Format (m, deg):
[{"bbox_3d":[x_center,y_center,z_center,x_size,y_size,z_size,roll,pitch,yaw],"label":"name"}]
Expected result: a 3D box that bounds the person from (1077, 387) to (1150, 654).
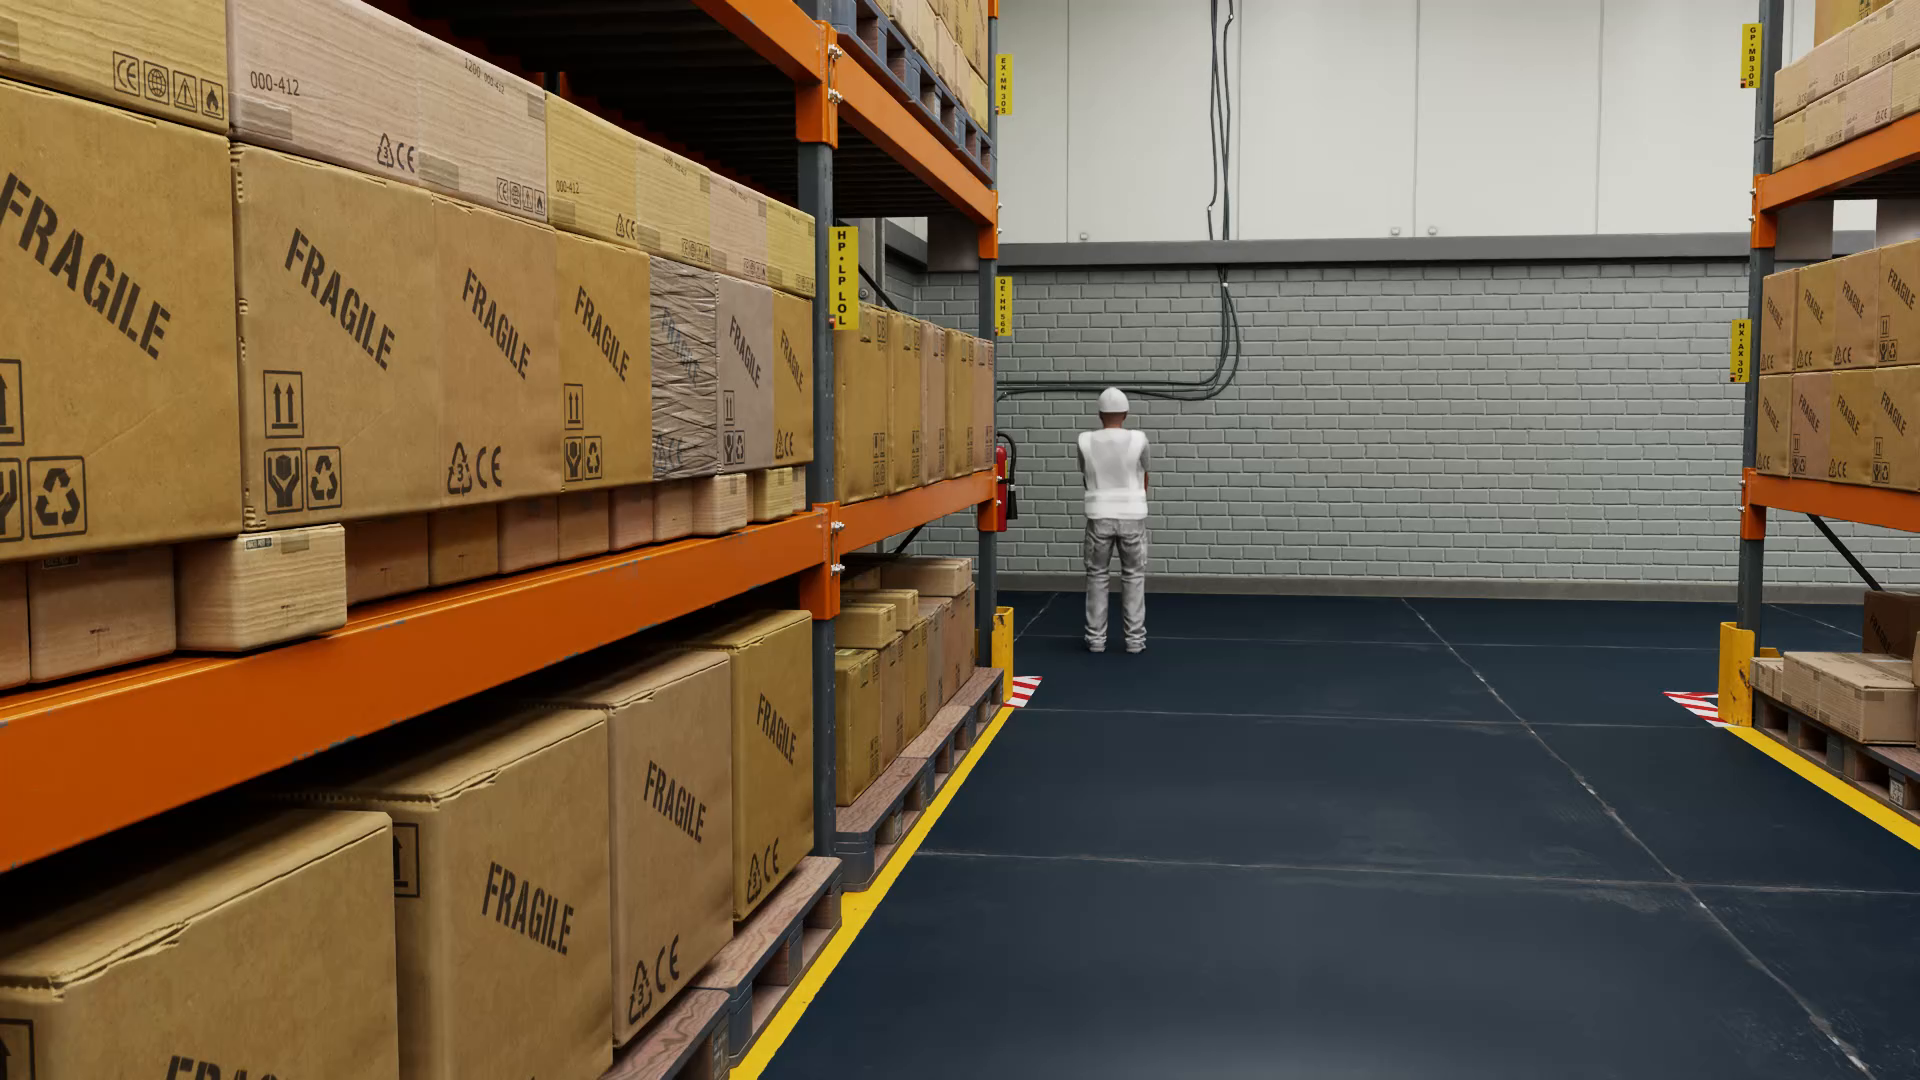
[{"bbox_3d":[1.050,-0.141,11.301,0.488,1.780,0.567,1,4,9],"label":"person"}]
